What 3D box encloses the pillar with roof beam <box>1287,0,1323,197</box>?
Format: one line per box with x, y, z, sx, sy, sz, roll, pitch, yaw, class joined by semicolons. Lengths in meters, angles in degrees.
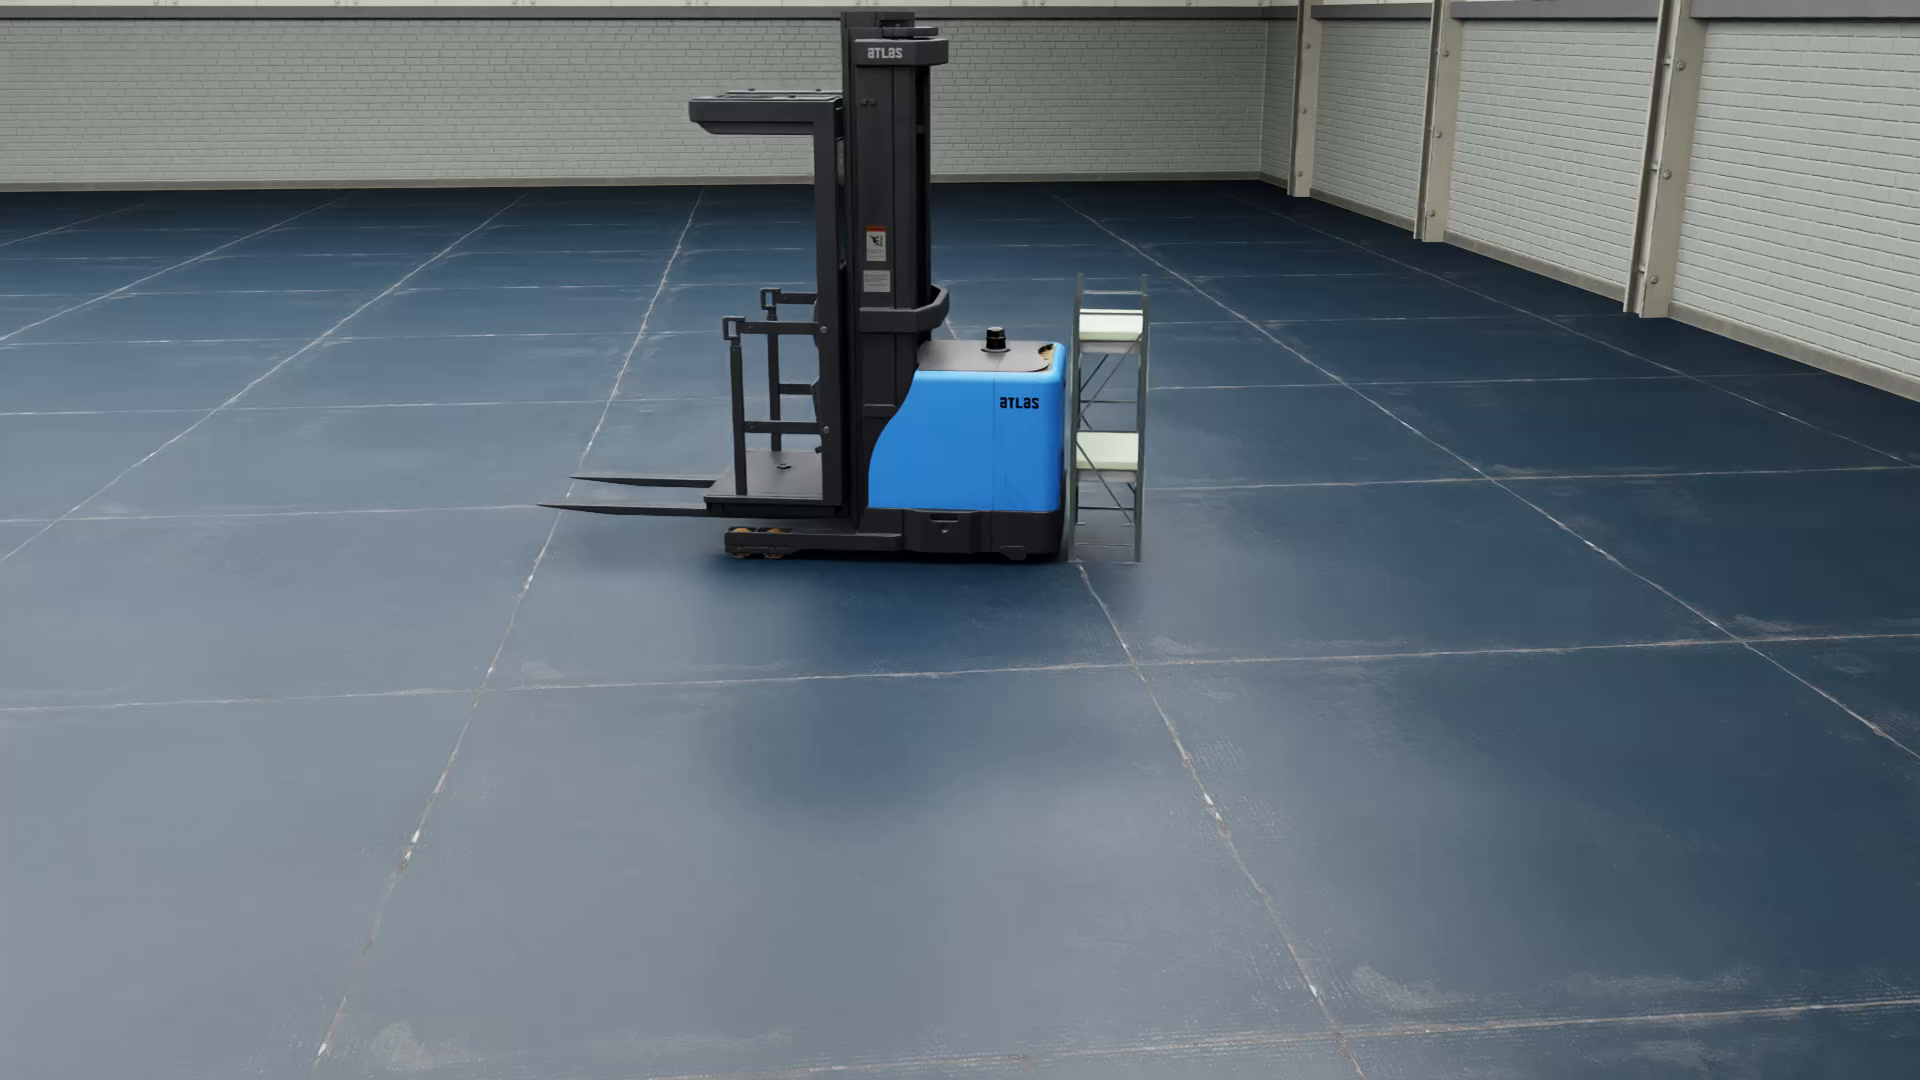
1.520;-10.052;26.671;9.100;9.000;0.400;-2;18;-6;pillar with roof beam

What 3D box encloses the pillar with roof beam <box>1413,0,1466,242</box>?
2.139;-8.264;20.977;9.100;9.000;0.400;-2;18;-6;pillar with roof beam

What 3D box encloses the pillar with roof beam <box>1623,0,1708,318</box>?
2.758;-6.476;15.283;9.100;9.000;0.400;-2;18;-6;pillar with roof beam

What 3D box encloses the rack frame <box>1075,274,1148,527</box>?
0.871;-0.804;9.733;0.400;1.500;0.023;2;18;5;rack frame

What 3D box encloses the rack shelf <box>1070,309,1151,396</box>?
0.838;-1.067;9.268;0.431;0.370;0.720;2;18;5;rack shelf

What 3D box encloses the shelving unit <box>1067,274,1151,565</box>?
0.837;-0.695;9.385;0.431;1.500;0.755;2;18;5;shelving unit

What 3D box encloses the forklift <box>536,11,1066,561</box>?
-0.910;-1.448;9.397;3.031;2.935;1.130;2;17;5;forklift

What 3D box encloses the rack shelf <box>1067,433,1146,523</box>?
0.837;-0.383;9.482;0.431;0.370;0.720;2;18;5;rack shelf

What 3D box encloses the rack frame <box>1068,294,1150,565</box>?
0.803;-0.585;9.037;0.400;1.500;0.023;2;18;5;rack frame
